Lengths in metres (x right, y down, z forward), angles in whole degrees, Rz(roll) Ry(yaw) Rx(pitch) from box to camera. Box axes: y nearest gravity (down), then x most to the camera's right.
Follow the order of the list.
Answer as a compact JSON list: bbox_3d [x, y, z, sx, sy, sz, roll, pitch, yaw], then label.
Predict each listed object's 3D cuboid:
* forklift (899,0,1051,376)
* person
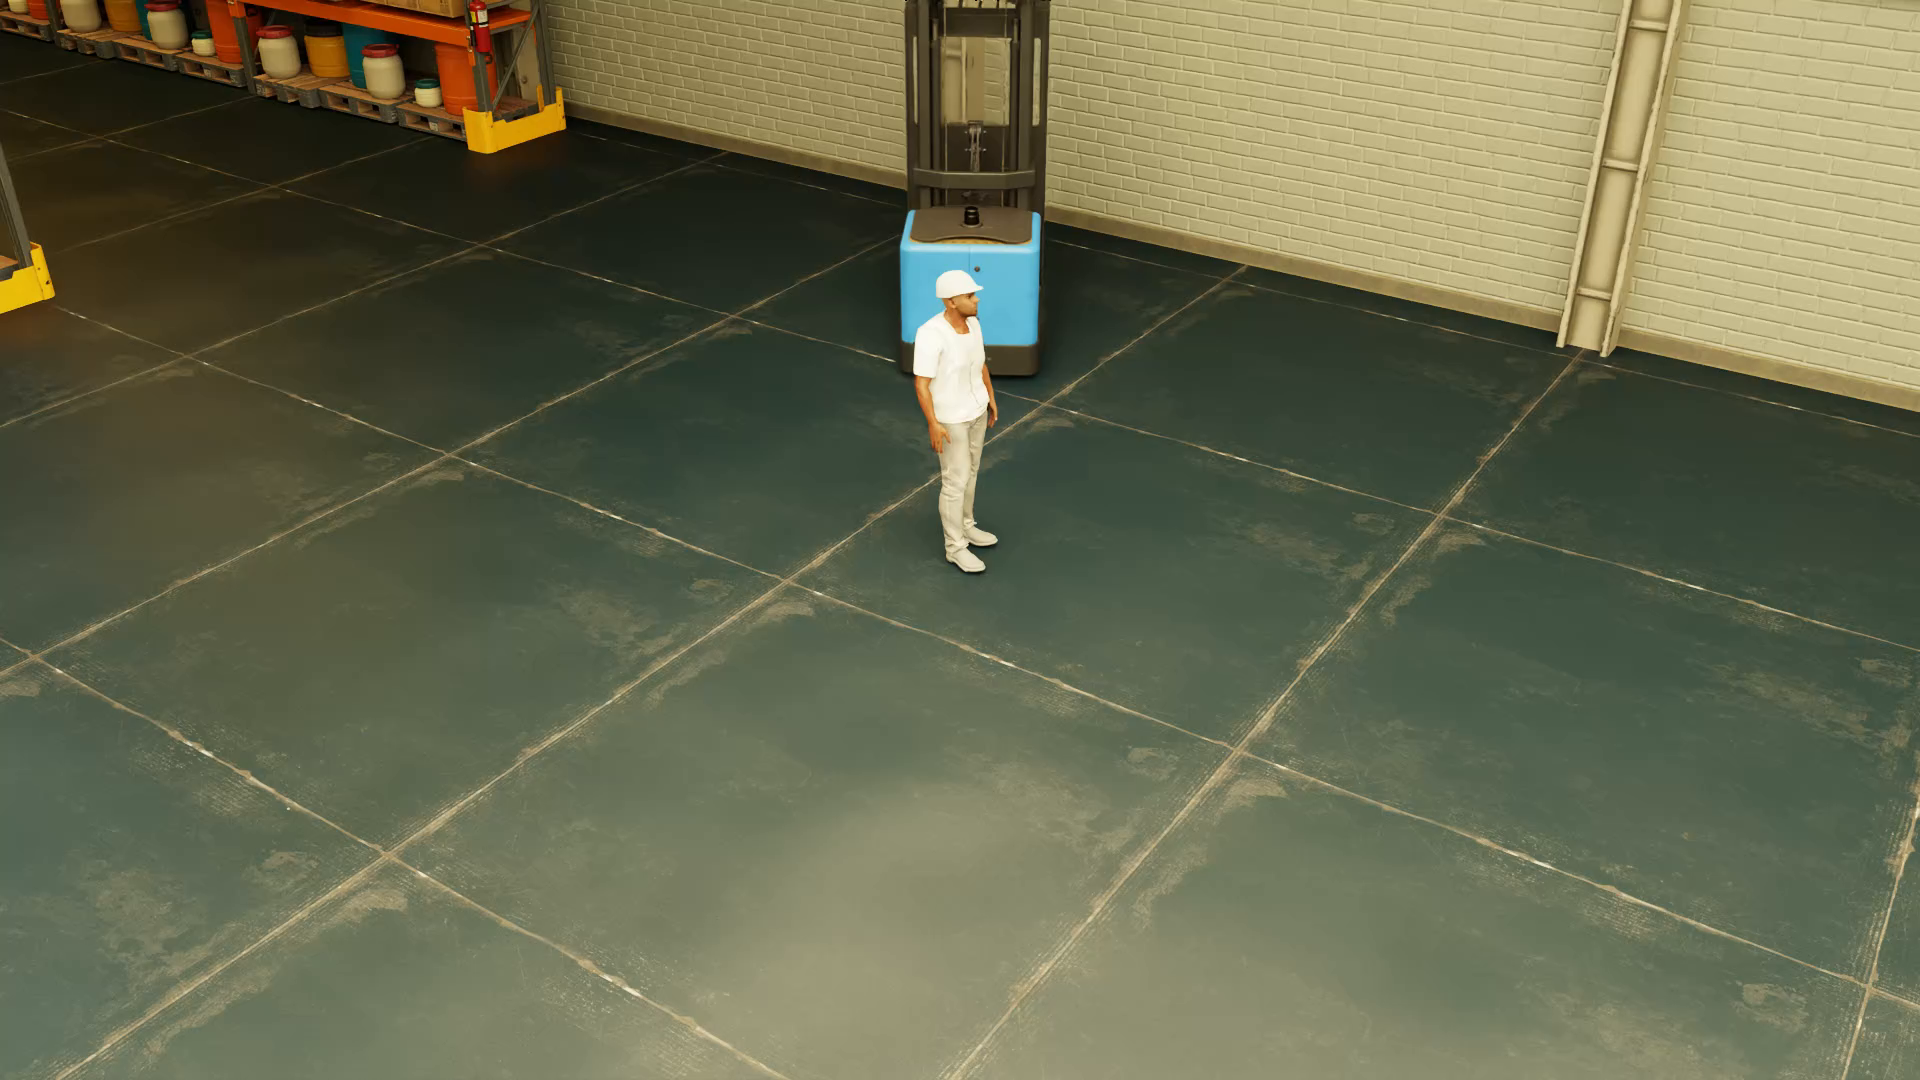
[{"bbox_3d":[0.141,-3.209,13.107,1.130,2.935,3.031,1,30,2],"label":"forklift"},{"bbox_3d":[0.054,-0.748,10.015,0.577,1.765,0.666,19,35,29],"label":"person"}]
